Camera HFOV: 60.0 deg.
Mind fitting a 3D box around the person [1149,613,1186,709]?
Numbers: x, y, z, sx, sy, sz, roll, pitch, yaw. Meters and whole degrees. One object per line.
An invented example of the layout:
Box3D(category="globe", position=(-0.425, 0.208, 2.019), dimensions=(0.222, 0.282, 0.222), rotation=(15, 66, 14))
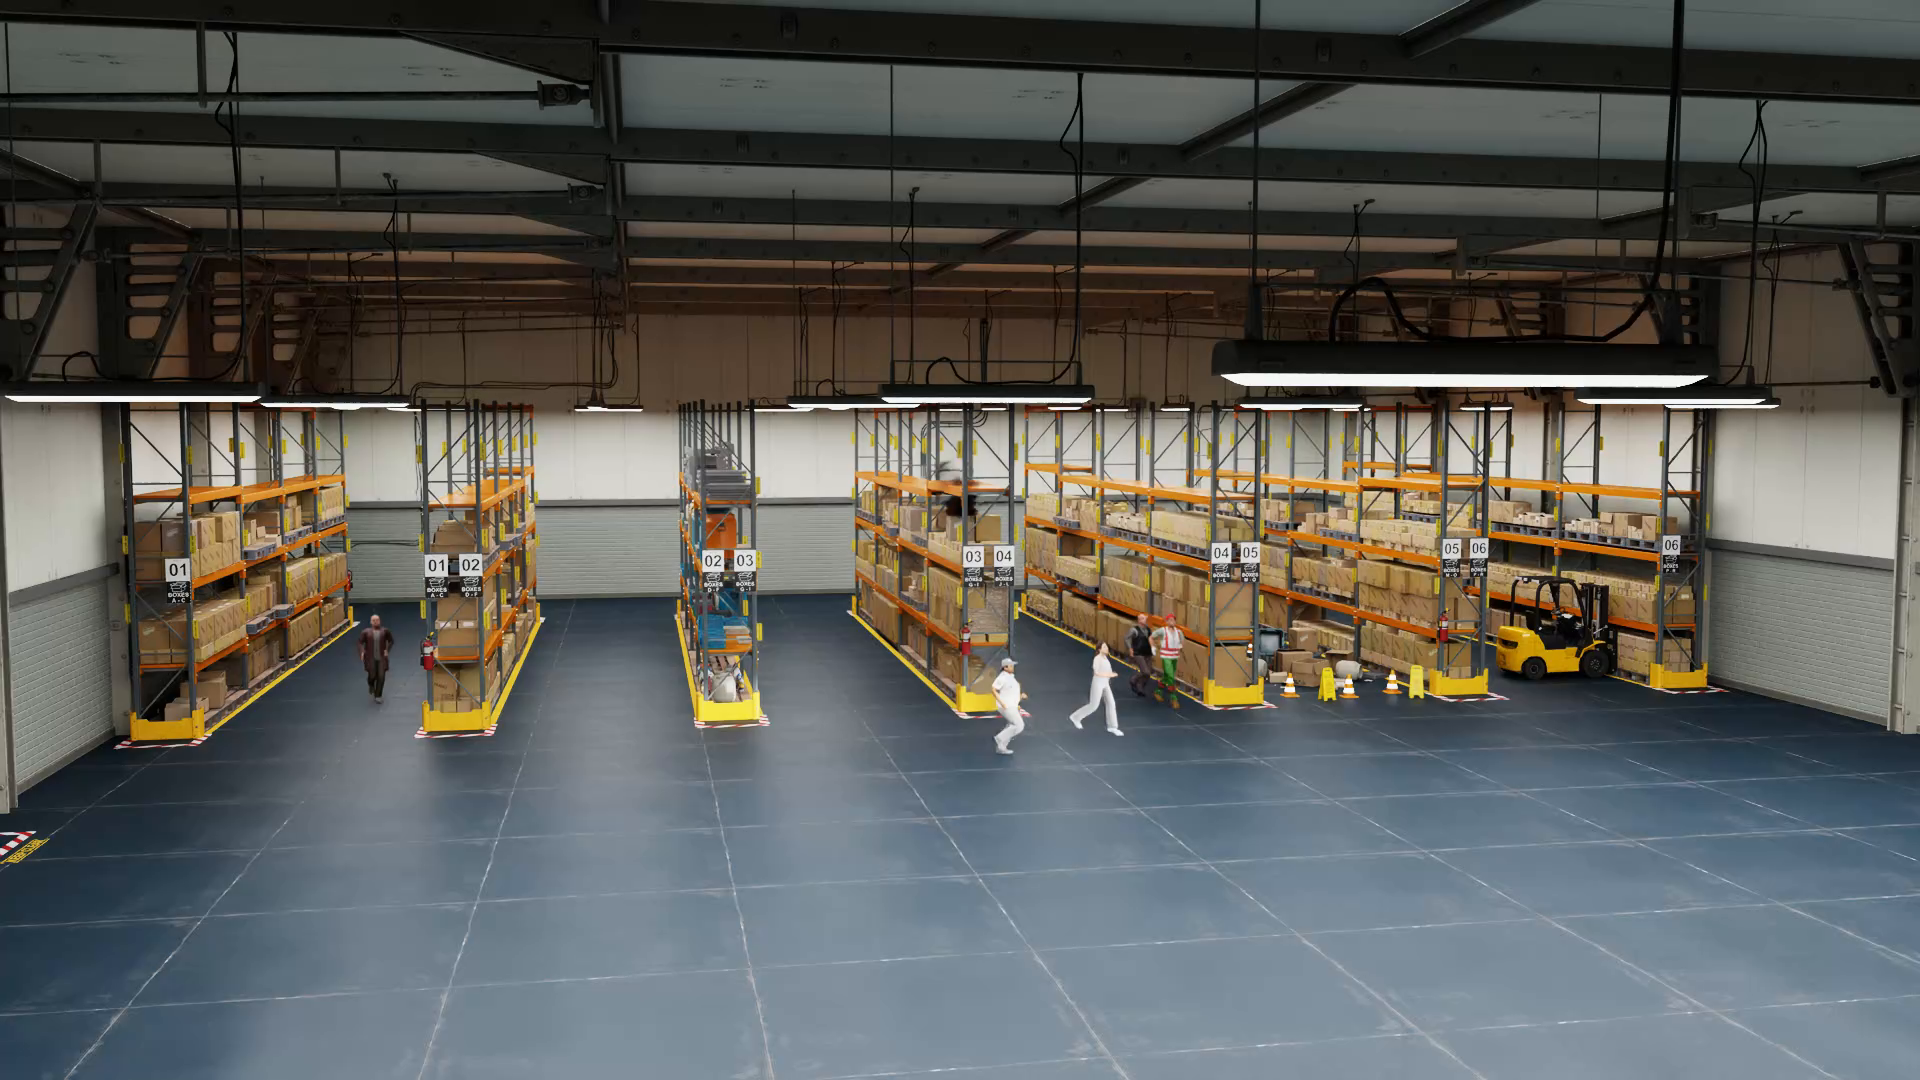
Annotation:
Box3D(category="person", position=(4.131, 2.353, 32.700), dimensions=(0.738, 1.820, 0.899), rotation=(-3, 5, -34))

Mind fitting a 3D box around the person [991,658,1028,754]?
Box3D(category="person", position=(0.854, 2.797, 27.933), dimensions=(0.559, 1.619, 0.593), rotation=(1, 4, 15))

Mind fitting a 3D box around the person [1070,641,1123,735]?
Box3D(category="person", position=(2.470, 2.639, 29.823), dimensions=(0.967, 1.682, 0.577), rotation=(2, 5, 29))

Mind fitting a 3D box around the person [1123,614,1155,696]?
Box3D(category="person", position=(3.713, 2.342, 33.659), dimensions=(0.649, 1.679, 0.572), rotation=(-3, 5, -32))

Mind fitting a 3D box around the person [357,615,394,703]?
Box3D(category="person", position=(-11.657, 2.363, 33.180), dimensions=(0.692, 1.737, 0.640), rotation=(-2, 5, -24))
